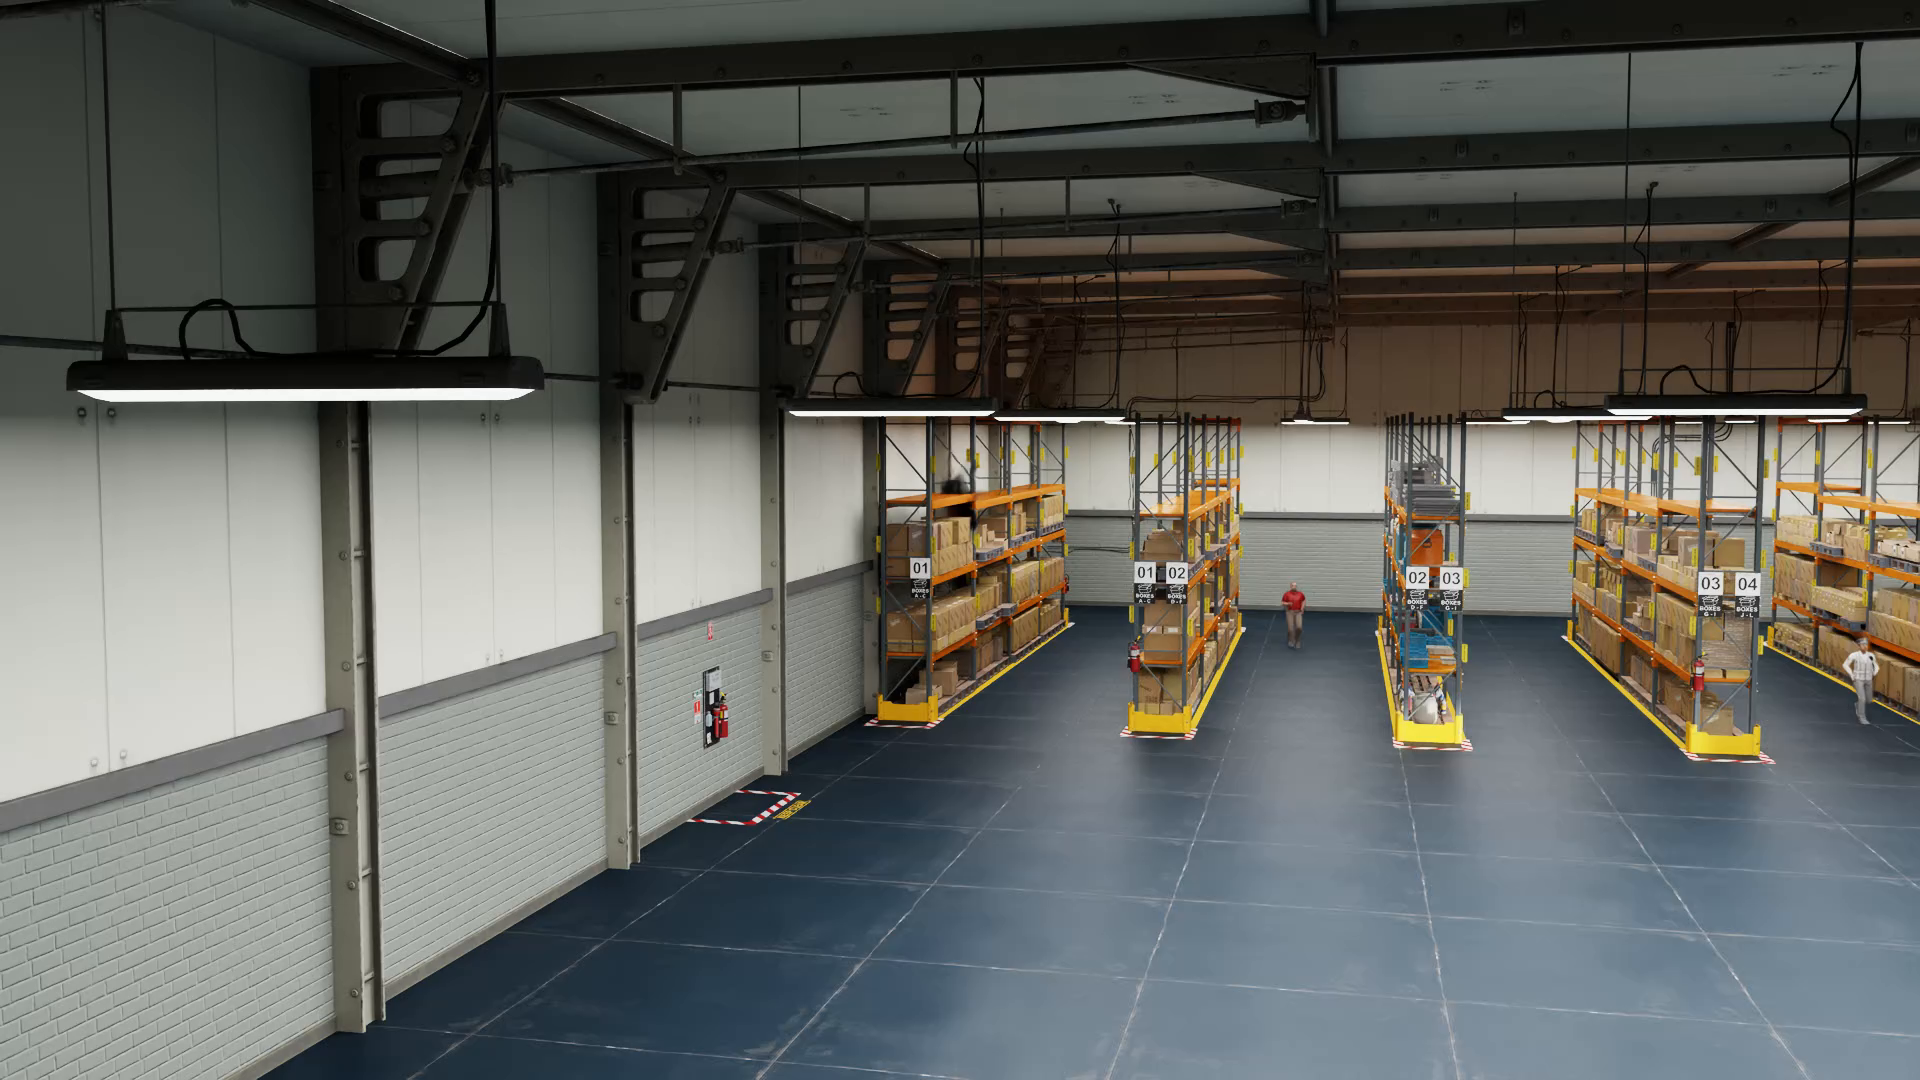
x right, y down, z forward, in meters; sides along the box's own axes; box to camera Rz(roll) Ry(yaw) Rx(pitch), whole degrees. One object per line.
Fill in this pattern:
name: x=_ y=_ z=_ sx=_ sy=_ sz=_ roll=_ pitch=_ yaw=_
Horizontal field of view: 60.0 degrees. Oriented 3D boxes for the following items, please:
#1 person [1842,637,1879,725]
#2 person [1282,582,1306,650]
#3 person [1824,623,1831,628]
person: x=17.473 y=2.713 z=32.220 sx=0.625 sy=1.656 sz=0.733 roll=0 pitch=4 yaw=7
person: x=8.646 y=1.969 z=43.020 sx=0.644 sy=1.766 sz=0.701 roll=0 pitch=4 yaw=4
person: x=23.457 y=1.895 z=44.390 sx=0.842 sy=1.705 sz=0.587 roll=0 pitch=4 yaw=7
